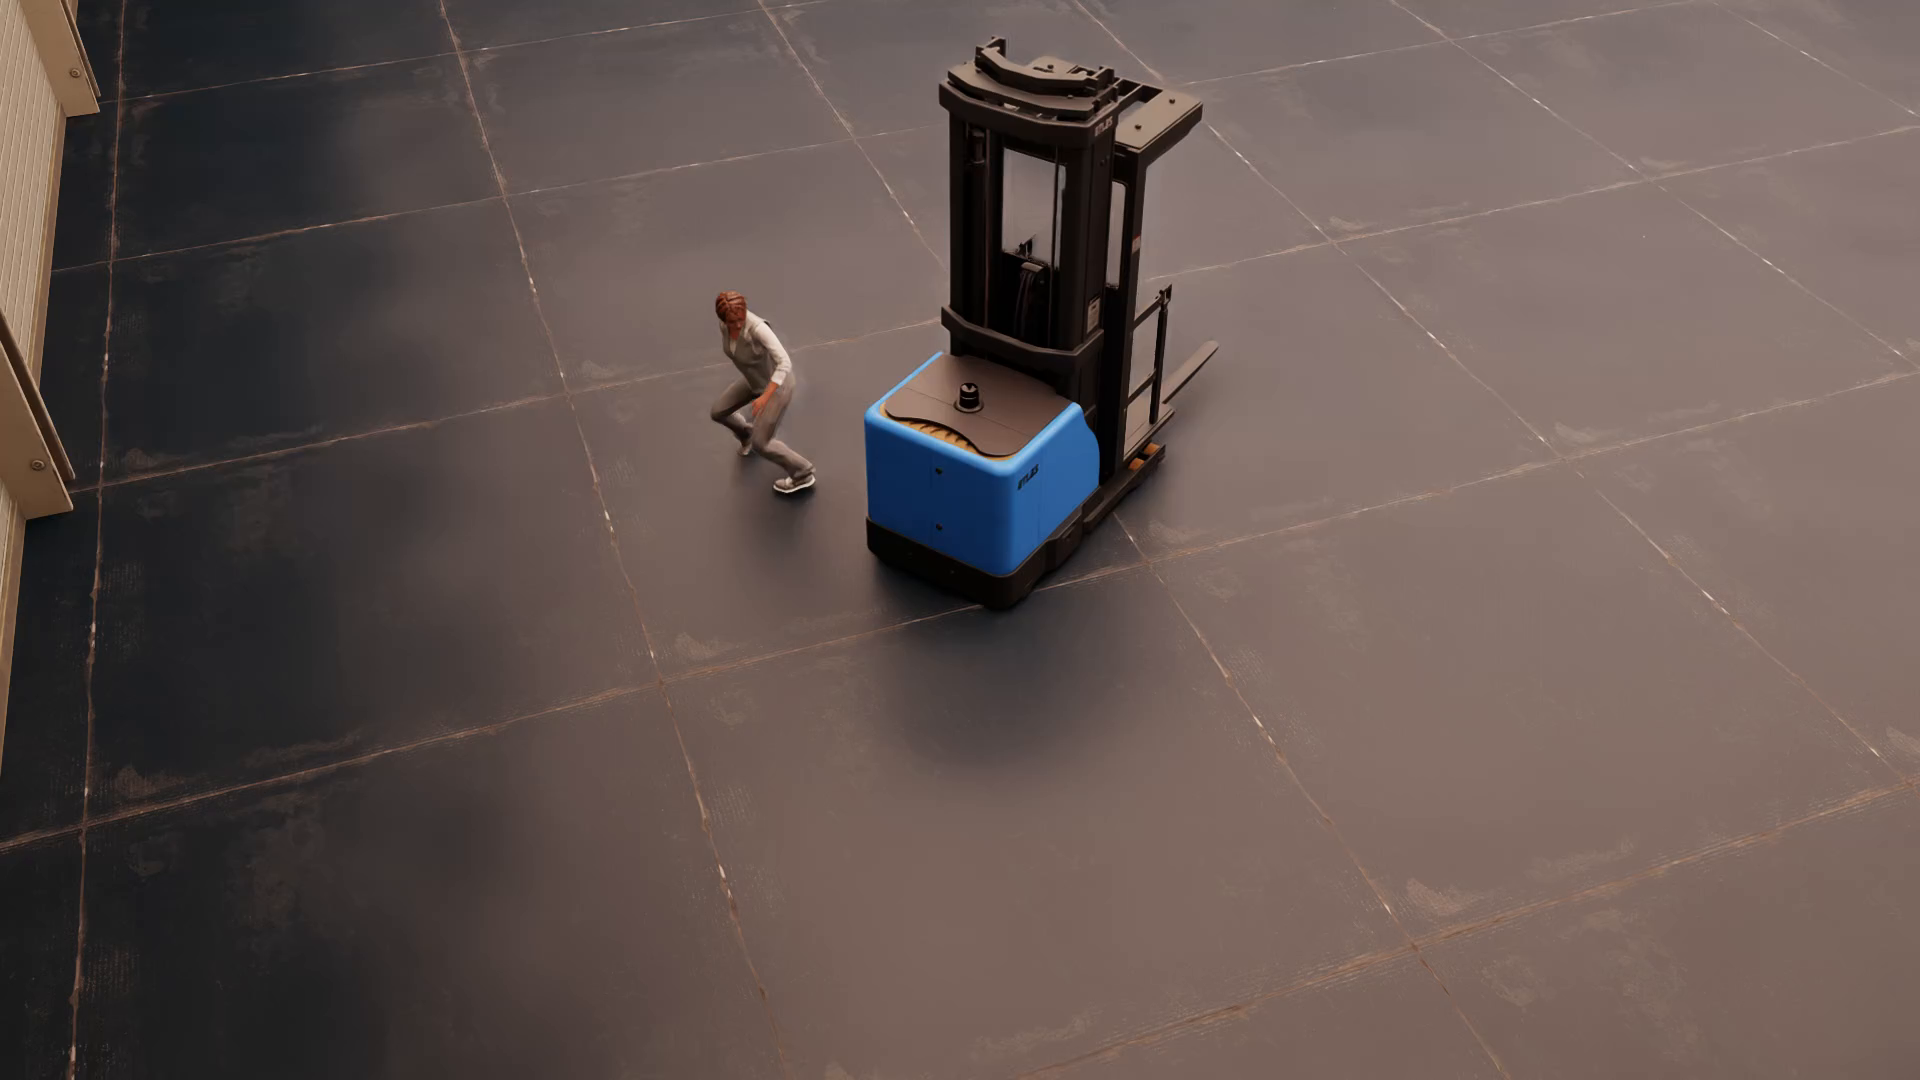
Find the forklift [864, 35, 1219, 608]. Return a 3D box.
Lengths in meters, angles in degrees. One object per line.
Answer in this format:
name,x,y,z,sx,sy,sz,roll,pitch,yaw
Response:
forklift,0.678,-1.639,9.949,1.130,2.935,3.031,24,45,25

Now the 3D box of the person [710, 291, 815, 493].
person,-1.305,-0.955,10.347,0.492,1.496,0.875,-28,47,-29
